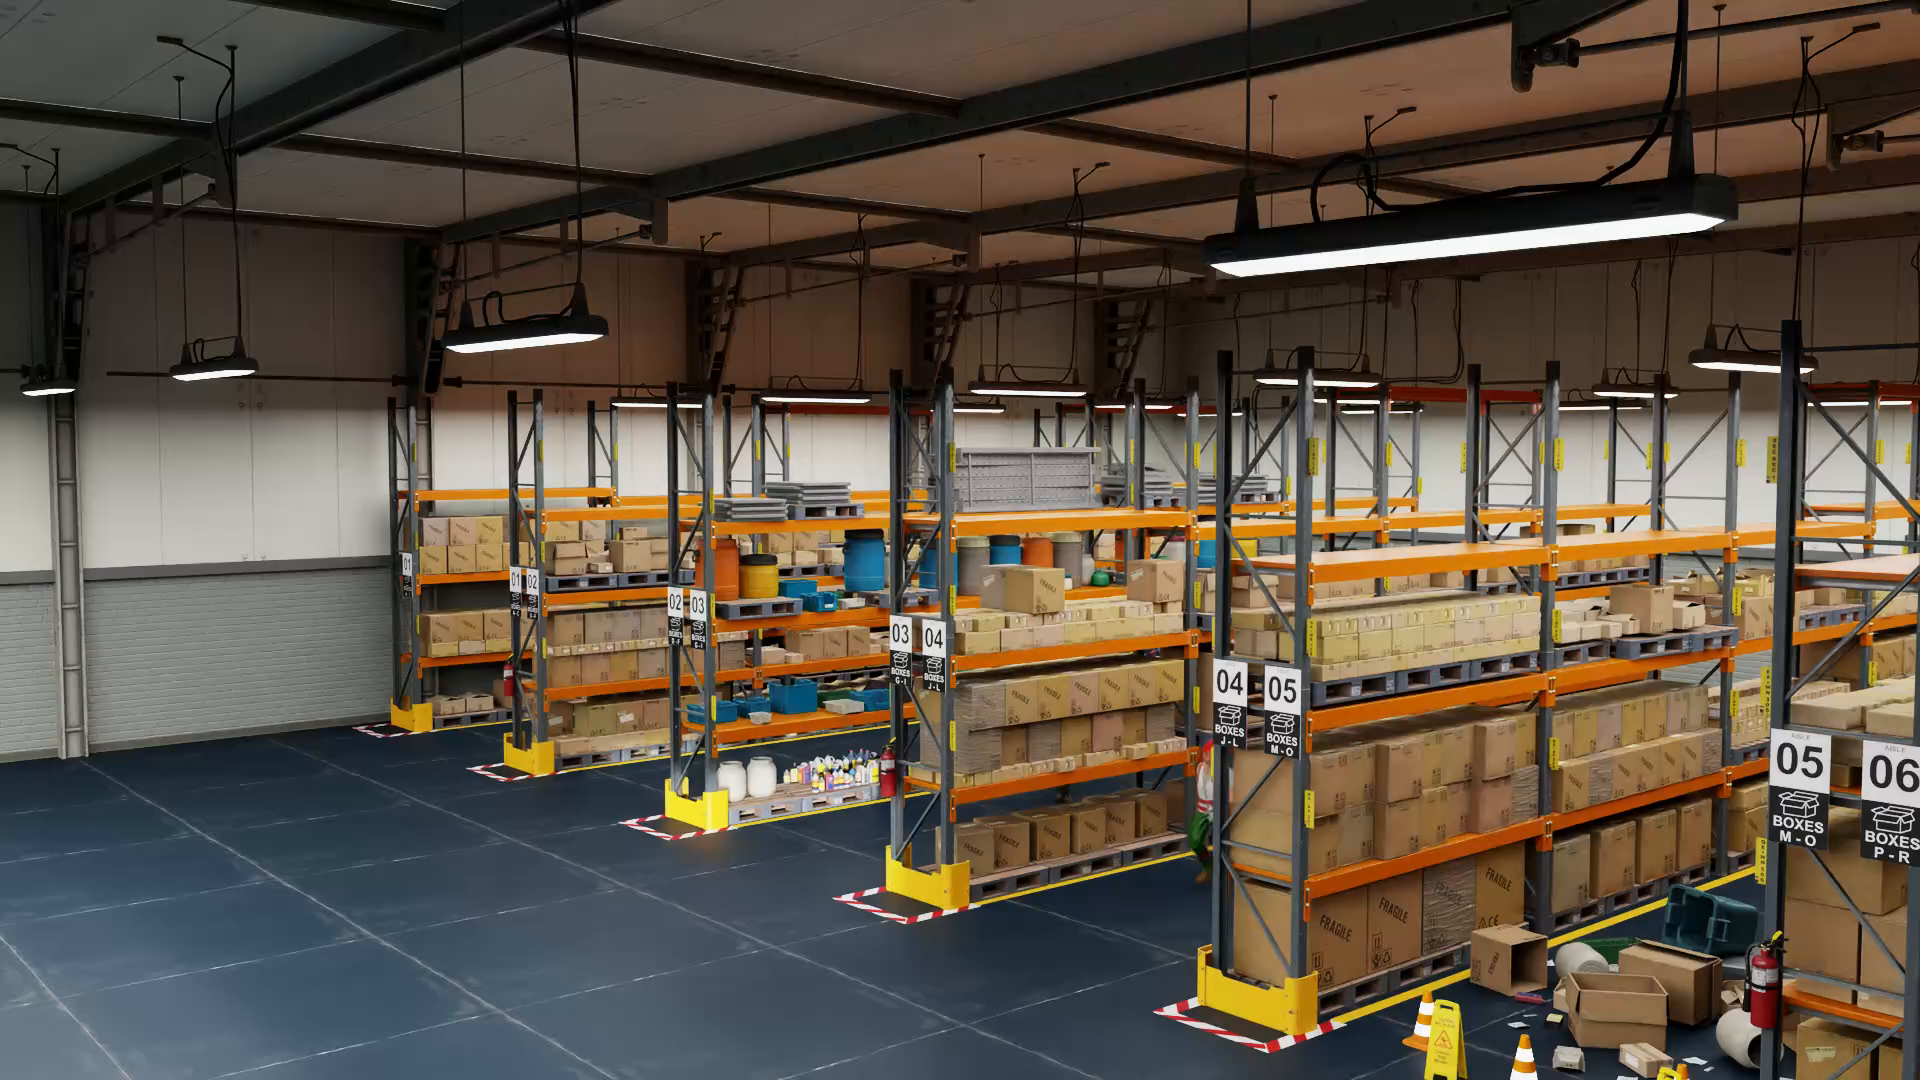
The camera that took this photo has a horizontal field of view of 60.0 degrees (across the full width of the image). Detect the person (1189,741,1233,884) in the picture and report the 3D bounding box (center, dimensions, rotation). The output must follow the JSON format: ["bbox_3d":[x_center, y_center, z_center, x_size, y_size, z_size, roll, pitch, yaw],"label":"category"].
[{"bbox_3d":[2.898,3.158,19.158,0.628,1.728,0.825,2,4,35],"label":"person"}]

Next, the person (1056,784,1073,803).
[{"bbox_3d":[1.335,2.912,23.834,0.714,1.808,0.745,1,4,18],"label":"person"}]
